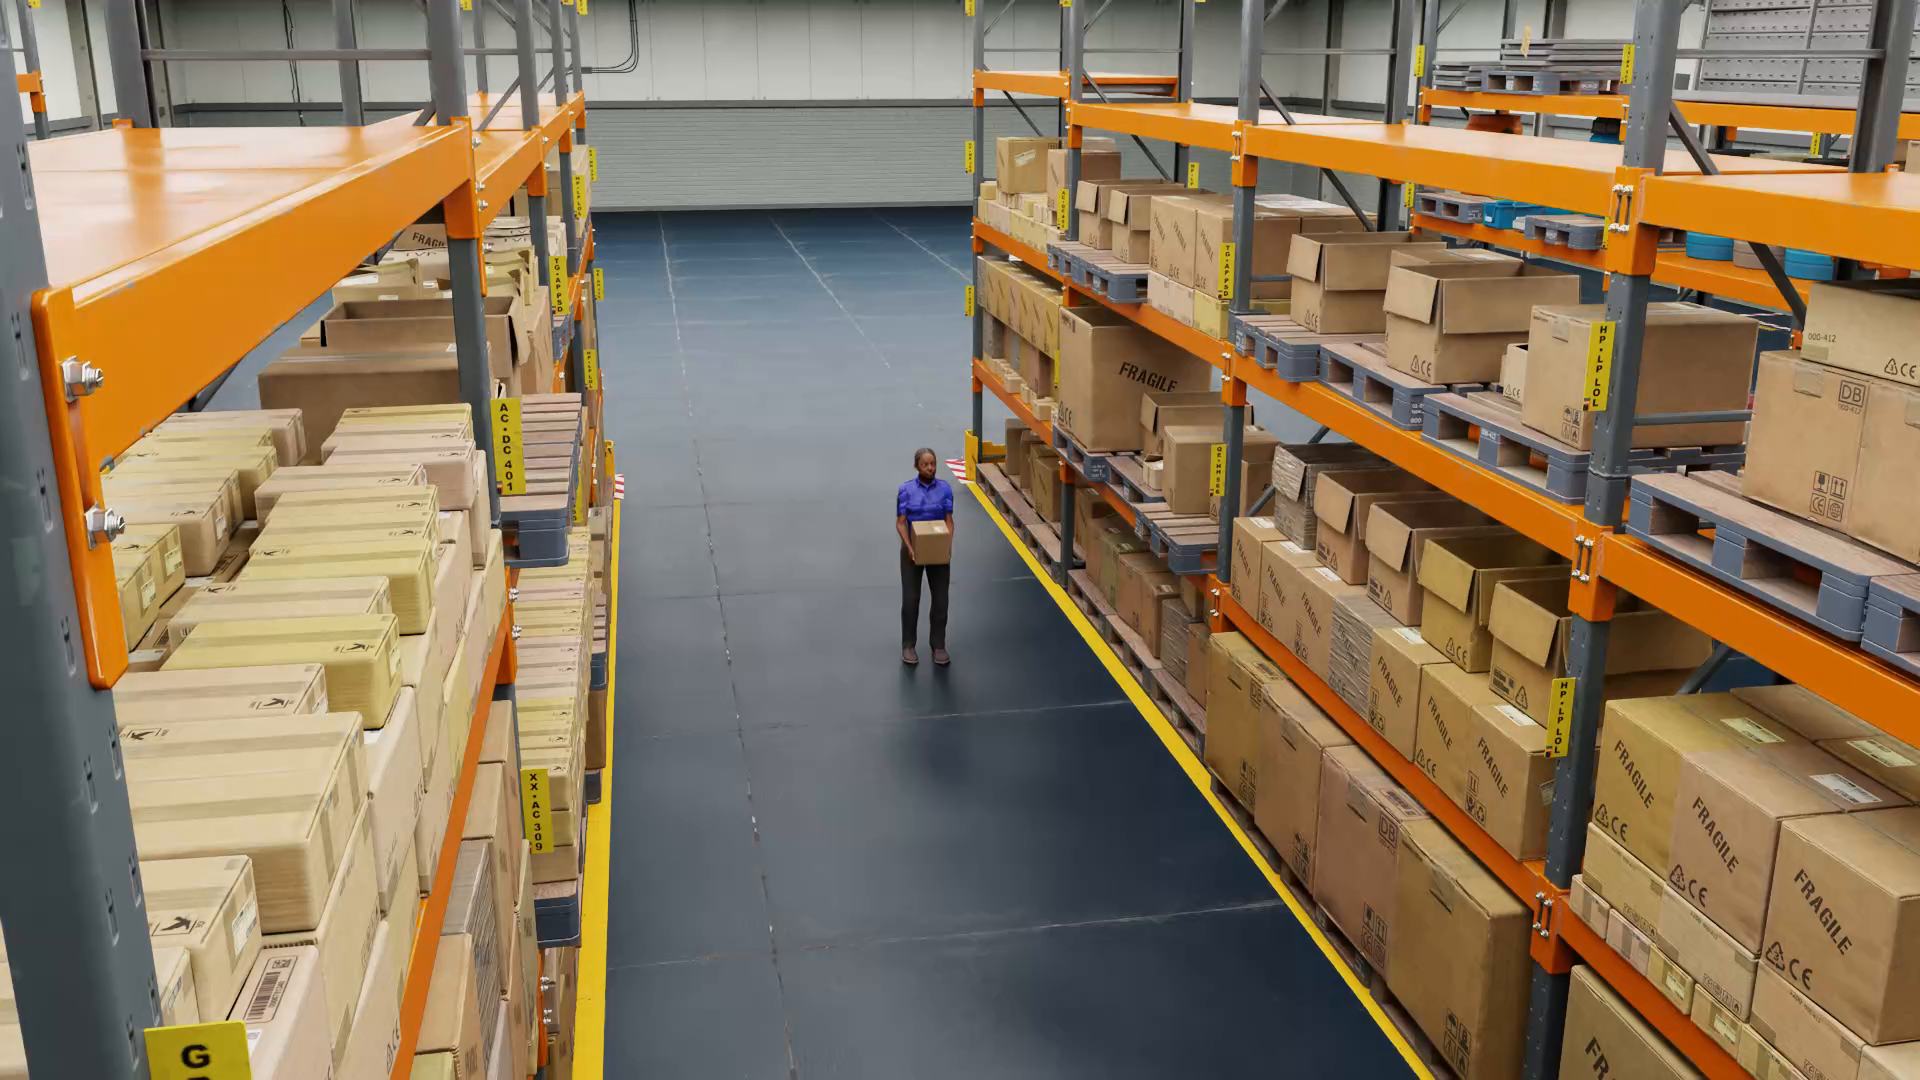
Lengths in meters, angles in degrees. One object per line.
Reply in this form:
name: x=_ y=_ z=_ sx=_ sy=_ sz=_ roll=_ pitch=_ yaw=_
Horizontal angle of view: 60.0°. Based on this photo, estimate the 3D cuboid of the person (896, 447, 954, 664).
person: x=-0.254 y=0.135 z=12.608 sx=0.451 sy=1.648 sz=0.516 roll=-3 pitch=17 yaw=-9
